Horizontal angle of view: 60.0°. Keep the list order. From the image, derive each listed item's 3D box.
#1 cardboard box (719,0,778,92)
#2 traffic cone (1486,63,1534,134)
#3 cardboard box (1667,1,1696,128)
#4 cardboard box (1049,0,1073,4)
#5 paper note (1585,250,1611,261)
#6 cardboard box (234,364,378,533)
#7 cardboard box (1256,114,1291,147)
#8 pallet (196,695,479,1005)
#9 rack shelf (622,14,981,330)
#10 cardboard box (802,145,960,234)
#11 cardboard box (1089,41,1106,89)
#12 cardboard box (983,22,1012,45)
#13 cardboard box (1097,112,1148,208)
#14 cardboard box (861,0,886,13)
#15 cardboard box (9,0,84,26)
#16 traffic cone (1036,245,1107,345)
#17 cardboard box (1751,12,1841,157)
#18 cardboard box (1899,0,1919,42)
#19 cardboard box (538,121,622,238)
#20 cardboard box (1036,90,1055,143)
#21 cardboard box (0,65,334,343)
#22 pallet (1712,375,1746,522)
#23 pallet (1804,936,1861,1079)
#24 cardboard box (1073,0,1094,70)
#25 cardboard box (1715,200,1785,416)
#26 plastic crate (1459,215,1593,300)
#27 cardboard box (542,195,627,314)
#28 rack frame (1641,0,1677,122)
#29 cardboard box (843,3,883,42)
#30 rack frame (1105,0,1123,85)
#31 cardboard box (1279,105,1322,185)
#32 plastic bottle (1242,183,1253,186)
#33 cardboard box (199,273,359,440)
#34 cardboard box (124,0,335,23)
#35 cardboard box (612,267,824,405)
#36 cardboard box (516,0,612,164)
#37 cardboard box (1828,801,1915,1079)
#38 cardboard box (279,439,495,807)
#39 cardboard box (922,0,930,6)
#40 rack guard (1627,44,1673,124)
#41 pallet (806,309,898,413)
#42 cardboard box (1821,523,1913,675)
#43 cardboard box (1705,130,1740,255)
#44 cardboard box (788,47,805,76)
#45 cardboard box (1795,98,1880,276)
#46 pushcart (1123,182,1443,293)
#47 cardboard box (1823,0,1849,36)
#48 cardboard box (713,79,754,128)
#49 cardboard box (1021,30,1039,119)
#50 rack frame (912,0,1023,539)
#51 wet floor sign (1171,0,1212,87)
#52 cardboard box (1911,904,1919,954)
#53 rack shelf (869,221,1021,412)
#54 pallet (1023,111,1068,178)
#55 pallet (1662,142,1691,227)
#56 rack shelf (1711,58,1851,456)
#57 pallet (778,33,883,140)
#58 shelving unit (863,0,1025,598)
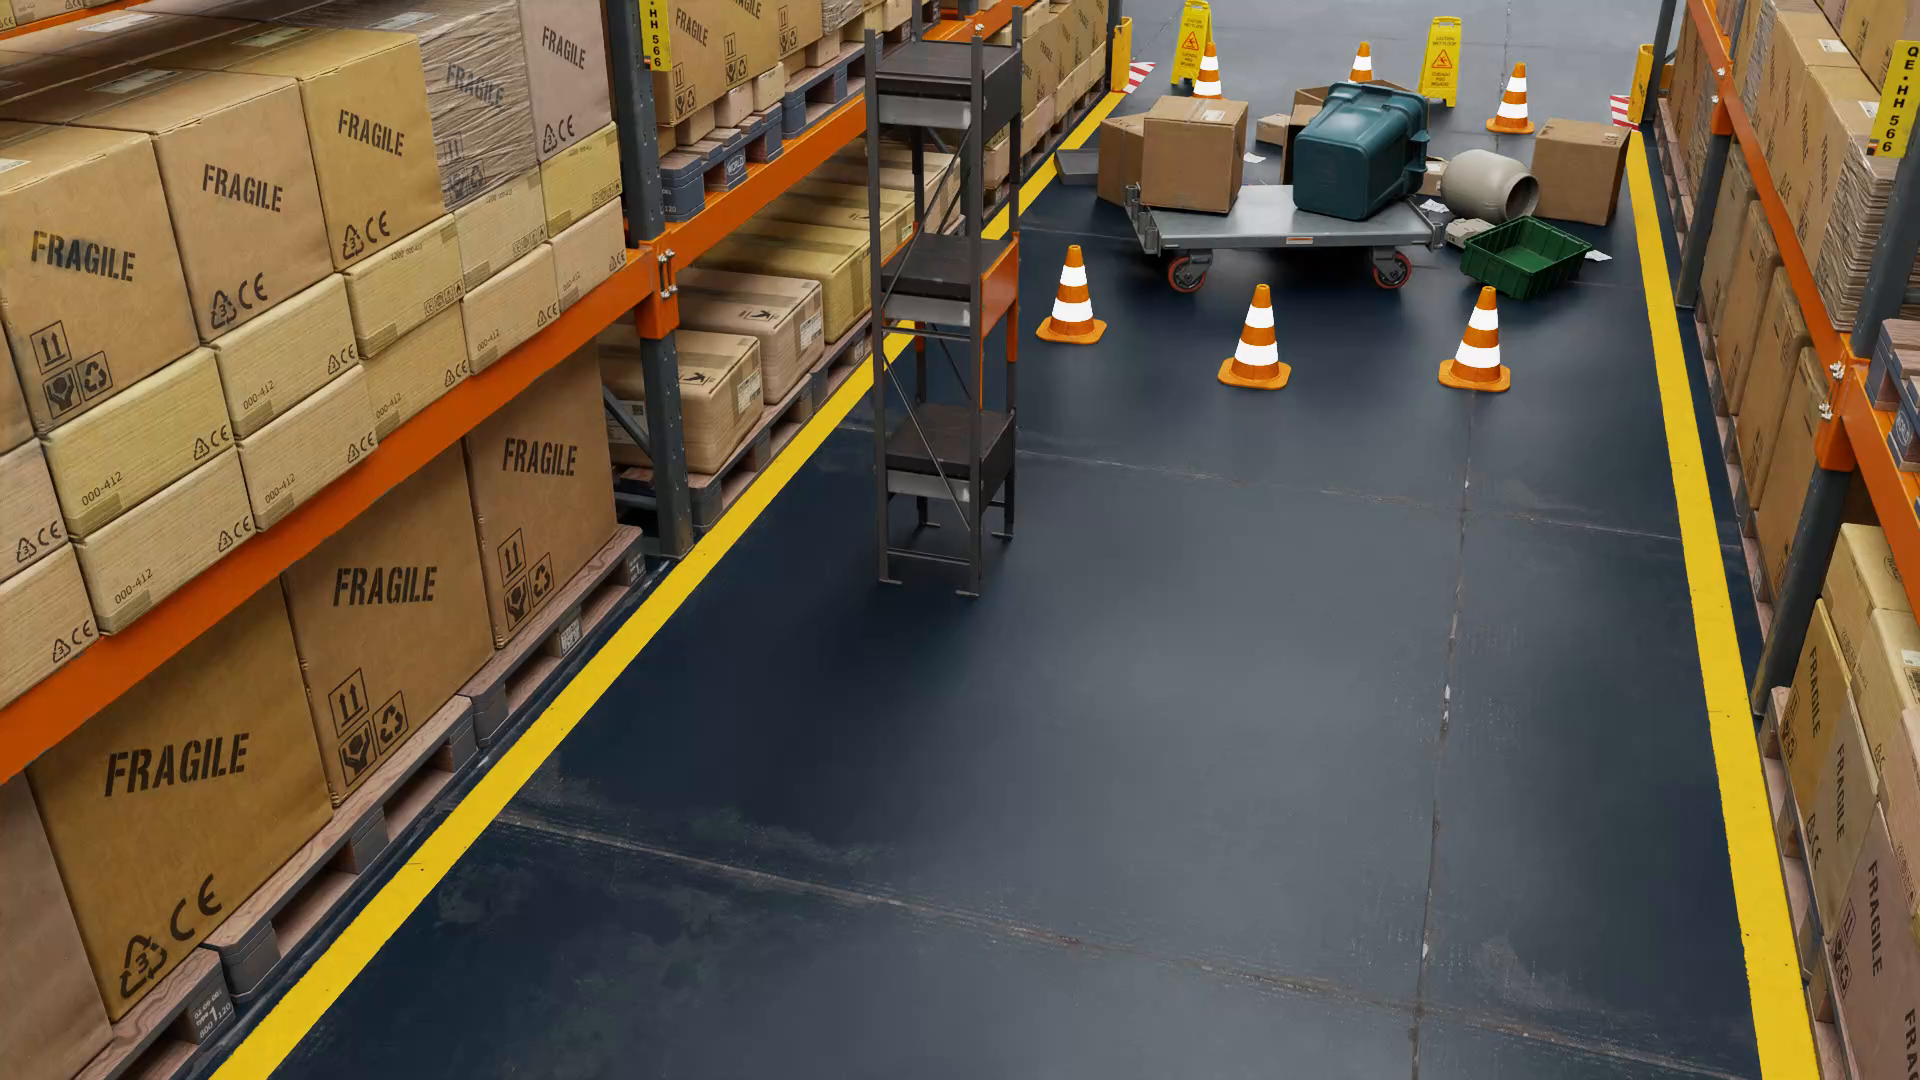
[{"bbox_3d":[-1.065,-2.100,6.598,0.500,0.500,0.500,10,31,17],"label":"cardboard box"},{"bbox_3d":[4.032,-3.229,12.078,0.336,0.463,0.334,8,30,15],"label":"traffic cone"},{"bbox_3d":[5.410,-3.312,11.372,0.875,0.875,0.875,9,30,15],"label":"cardboard box"},{"bbox_3d":[0.599,-3.806,11.463,0.380,0.149,0.250,10,31,17],"label":"cardboard box"},{"bbox_3d":[3.703,-1.667,9.715,0.147,0.020,0.142,-12,31,-20],"label":"paper note"},{"bbox_3d":[-1.885,-0.273,4.310,0.500,0.250,0.500,8,30,14],"label":"cardboard box"},{"bbox_3d":[2.330,-2.898,11.806,0.250,0.149,0.380,-24,37,-37],"label":"cardboard box"},{"bbox_3d":[-2.228,0.816,5.066,1.003,0.211,1.213,8,30,15],"label":"pallet"},{"bbox_3d":[-0.977,-1.938,7.888,1.077,0.370,4.000,8,30,15],"label":"rack shelf"},{"bbox_3d":[-0.542,-1.973,9.482,0.950,0.372,0.625,9,30,16],"label":"cardboard box"},{"bbox_3d":[0.797,-3.598,12.528,0.500,0.250,0.500,8,30,15],"label":"cardboard box"},{"bbox_3d":[0.135,-3.060,10.123,0.380,0.149,0.250,9,30,16],"label":"cardboard box"},{"bbox_3d":[1.225,-2.394,10.538,0.500,0.500,0.500,-17,34,-28],"label":"cardboard box"},{"bbox_3d":[-0.608,-2.822,7.897,0.500,0.500,0.500,10,30,17],"label":"cardboard box"},{"bbox_3d":[-5.352,-3.091,9.374,0.500,0.250,0.500,9,30,15],"label":"cardboard box"},{"bbox_3d":[0.584,-1.297,8.606,0.336,0.463,0.334,8,30,15],"label":"traffic cone"},{"bbox_3d":[3.663,-1.894,6.965,0.500,0.500,0.500,8,30,15],"label":"cardboard box"},{"bbox_3d":[3.486,-1.587,5.385,0.700,0.500,0.500,8,30,14],"label":"cardboard box"},{"bbox_3d":[-1.464,-1.215,5.488,0.500,0.250,0.500,8,30,15],"label":"cardboard box"},{"bbox_3d":[0.340,-2.896,11.267,0.500,0.250,0.500,8,30,14],"label":"cardboard box"},{"bbox_3d":[-1.916,-0.823,4.012,0.500,0.500,0.500,8,30,14],"label":"cardboard box"},{"bbox_3d":[3.861,-0.366,7.191,1.003,0.211,1.213,8,30,15],"label":"pallet"},{"bbox_3d":[2.607,1.483,3.867,1.003,0.211,1.213,8,30,15],"label":"pallet"},{"bbox_3d":[0.648,-3.698,11.937,0.500,0.500,0.500,10,31,17],"label":"cardboard box"},{"bbox_3d":[3.988,-0.974,7.297,1.050,0.750,0.750,8,30,15],"label":"cardboard box"},{"bbox_3d":[3.170,-1.587,9.350,0.662,0.188,0.450,-24,47,-37],"label":"plastic crate"},{"bbox_3d":[-1.465,-0.985,5.590,0.500,0.250,0.500,7,30,13],"label":"cardboard box"},{"bbox_3d":[5.545,-4.381,11.541,1.000,3.000,0.127,8,30,15],"label":"rack frame"},{"bbox_3d":[-0.591,-2.505,7.994,0.380,0.149,0.250,8,30,15],"label":"cardboard box"},{"bbox_3d":[0.784,-5.041,12.726,1.000,3.000,0.127,8,30,15],"label":"rack frame"},{"bbox_3d":[2.422,-2.396,10.400,0.797,0.637,0.503,8,30,15],"label":"cardboard box"},{"bbox_3d":[1.781,-2.230,10.696,0.133,0.061,0.283,14,32,23],"label":"plastic bottle"},{"bbox_3d":[-1.894,-0.494,4.192,0.500,0.250,0.500,8,30,13],"label":"cardboard box"},{"bbox_3d":[-2.079,-1.377,5.009,0.500,0.500,0.500,9,30,15],"label":"cardboard box"},{"bbox_3d":[-1.180,-0.963,7.667,0.950,0.372,0.625,8,30,14],"label":"cardboard box"},{"bbox_3d":[-1.466,-1.526,5.276,0.500,0.500,0.500,8,30,14],"label":"cardboard box"},{"bbox_3d":[2.455,1.011,3.987,0.500,0.500,0.500,8,30,14],"label":"cardboard box"},{"bbox_3d":[-2.112,0.145,5.157,0.875,0.875,0.875,9,30,15],"label":"cardboard box"},{"bbox_3d":[-0.372,-2.857,8.627,0.380,0.149,0.250,8,30,13],"label":"cardboard box"},{"bbox_3d":[5.552,-3.300,12.168,1.175,0.500,0.348,8,30,15],"label":"rack guard"},{"bbox_3d":[-0.974,-1.033,8.389,1.003,0.211,1.213,8,30,15],"label":"pallet"},{"bbox_3d":[2.763,0.203,4.667,0.500,0.250,0.500,7,30,13],"label":"cardboard box"},{"bbox_3d":[4.623,-2.060,9.121,0.875,0.875,0.875,9,30,16],"label":"cardboard box"},{"bbox_3d":[-0.910,-2.153,7.362,0.380,0.149,0.250,10,31,17],"label":"cardboard box"},{"bbox_3d":[3.220,-1.187,5.695,0.500,0.500,0.500,8,30,15],"label":"cardboard box"},{"bbox_3d":[1.804,-1.734,9.479,1.648,0.377,0.936,-1,29,-3],"label":"pushcart"},{"bbox_3d":[3.933,-2.298,6.663,0.700,0.500,0.500,9,30,15],"label":"cardboard box"},{"bbox_3d":[-1.052,-1.768,6.670,0.380,0.149,0.250,7,30,12],"label":"cardboard box"},{"bbox_3d":[0.187,-2.978,10.642,0.500,0.500,0.500,10,31,17],"label":"cardboard box"},{"bbox_3d":[0.023,-0.954,6.305,0.400,2.100,0.015,8,30,15],"label":"rack frame"},{"bbox_3d":[1.862,-3.948,13.183,0.267,0.644,0.232,20,35,32],"label":"wet floor sign"},{"bbox_3d":[2.305,0.909,3.397,0.500,0.250,0.500,7,30,13],"label":"cardboard box"},{"bbox_3d":[-0.049,-0.829,6.108,0.431,0.518,0.480,8,30,15],"label":"rack shelf"},{"bbox_3d":[0.129,-2.849,11.655,1.003,0.211,1.213,8,30,15],"label":"pallet"},{"bbox_3d":[5.026,-2.215,10.515,1.003,0.211,1.213,8,30,15],"label":"pallet"},{"bbox_3d":[3.784,-1.279,6.703,1.077,0.370,4.000,8,30,15],"label":"rack shelf"},{"bbox_3d":[-1.023,-2.165,7.754,1.003,0.211,1.213,8,30,15],"label":"pallet"},{"bbox_3d":[-0.049,-0.841,6.101,0.431,2.100,0.503,8,30,15],"label":"shelving unit"}]
